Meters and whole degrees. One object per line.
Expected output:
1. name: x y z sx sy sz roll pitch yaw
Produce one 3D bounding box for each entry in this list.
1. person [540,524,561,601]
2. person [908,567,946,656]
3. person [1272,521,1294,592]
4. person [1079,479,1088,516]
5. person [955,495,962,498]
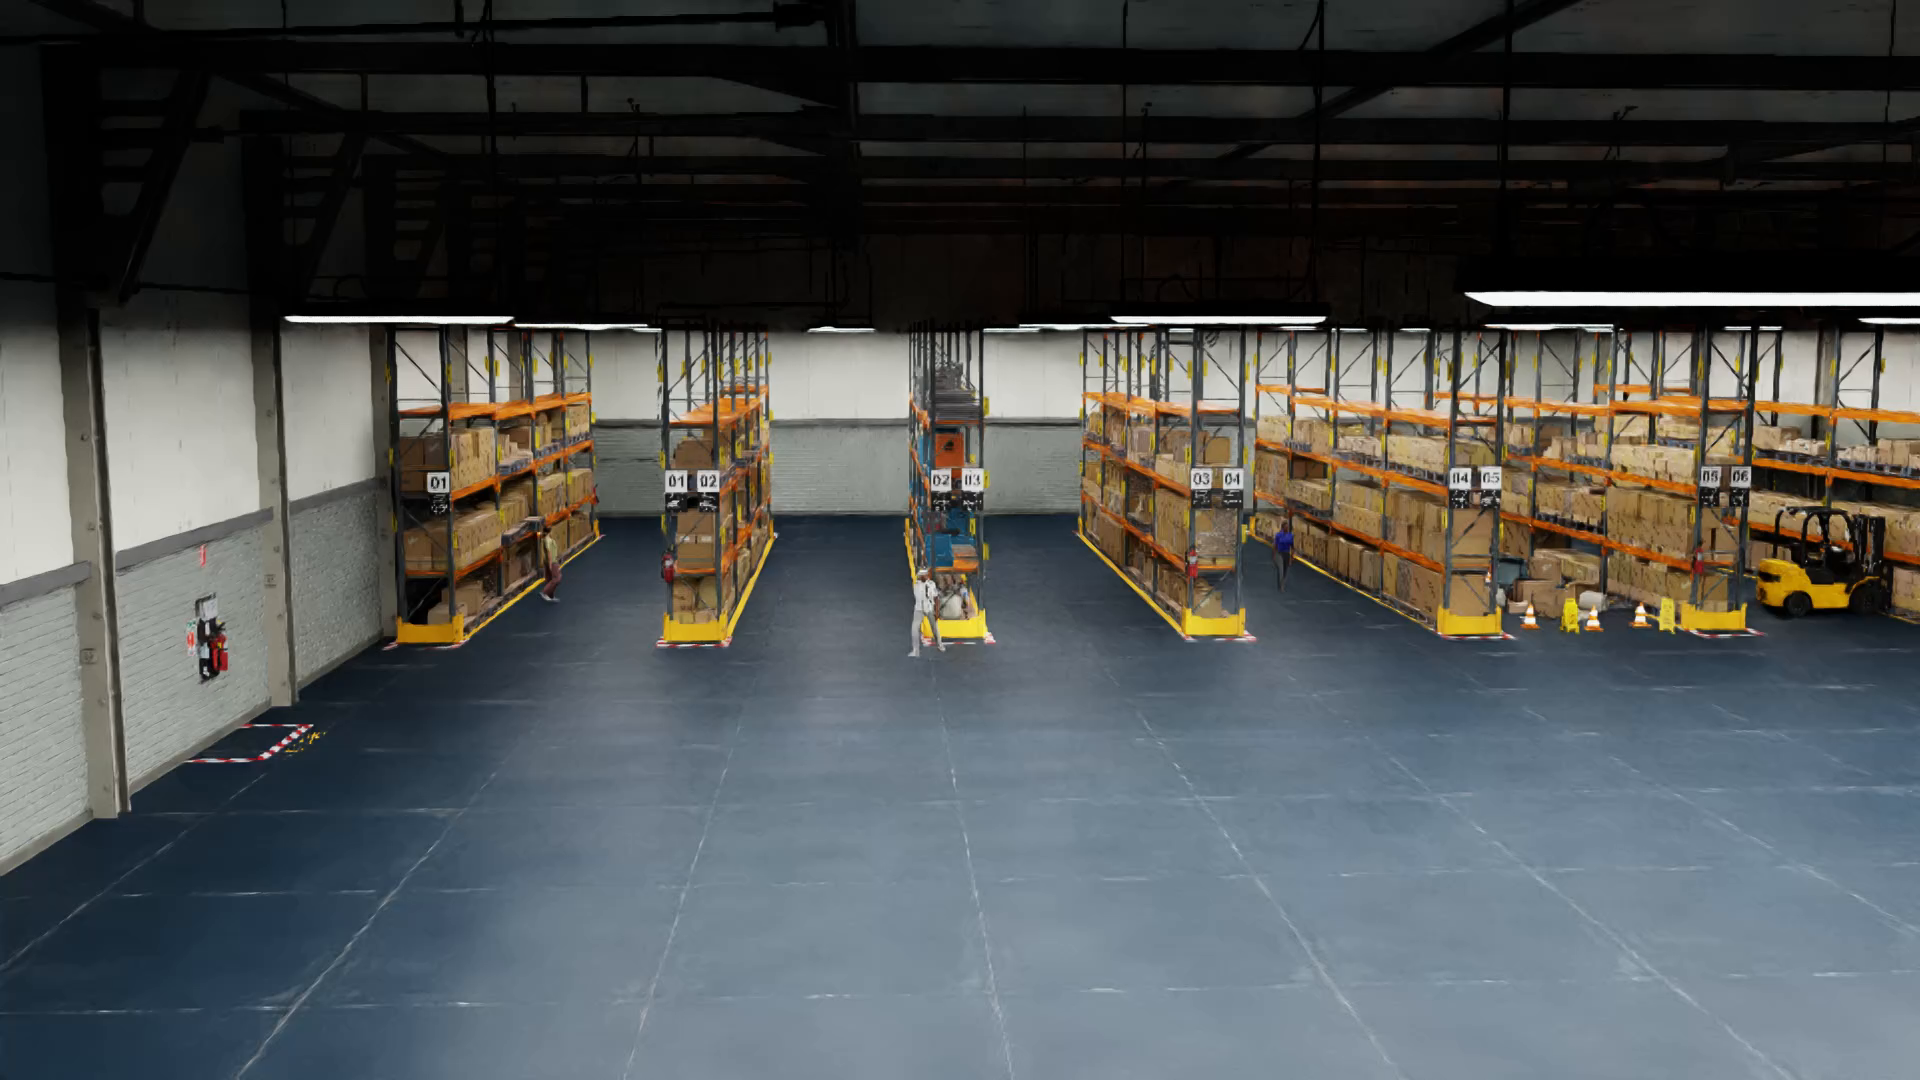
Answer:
1. person: -8.815 0.498 35.660 0.435 1.665 0.492 -4 8 -28
2. person: -0.590 1.248 29.782 0.505 1.610 0.935 2 7 18
3. person: 7.242 0.340 37.126 0.447 1.571 1.068 -1 7 -5
4. person: 3.963 -1.415 50.902 0.712 1.697 0.830 -3 8 -21
5. person: -0.164 -1.387 50.989 0.506 1.658 0.713 6 9 40
